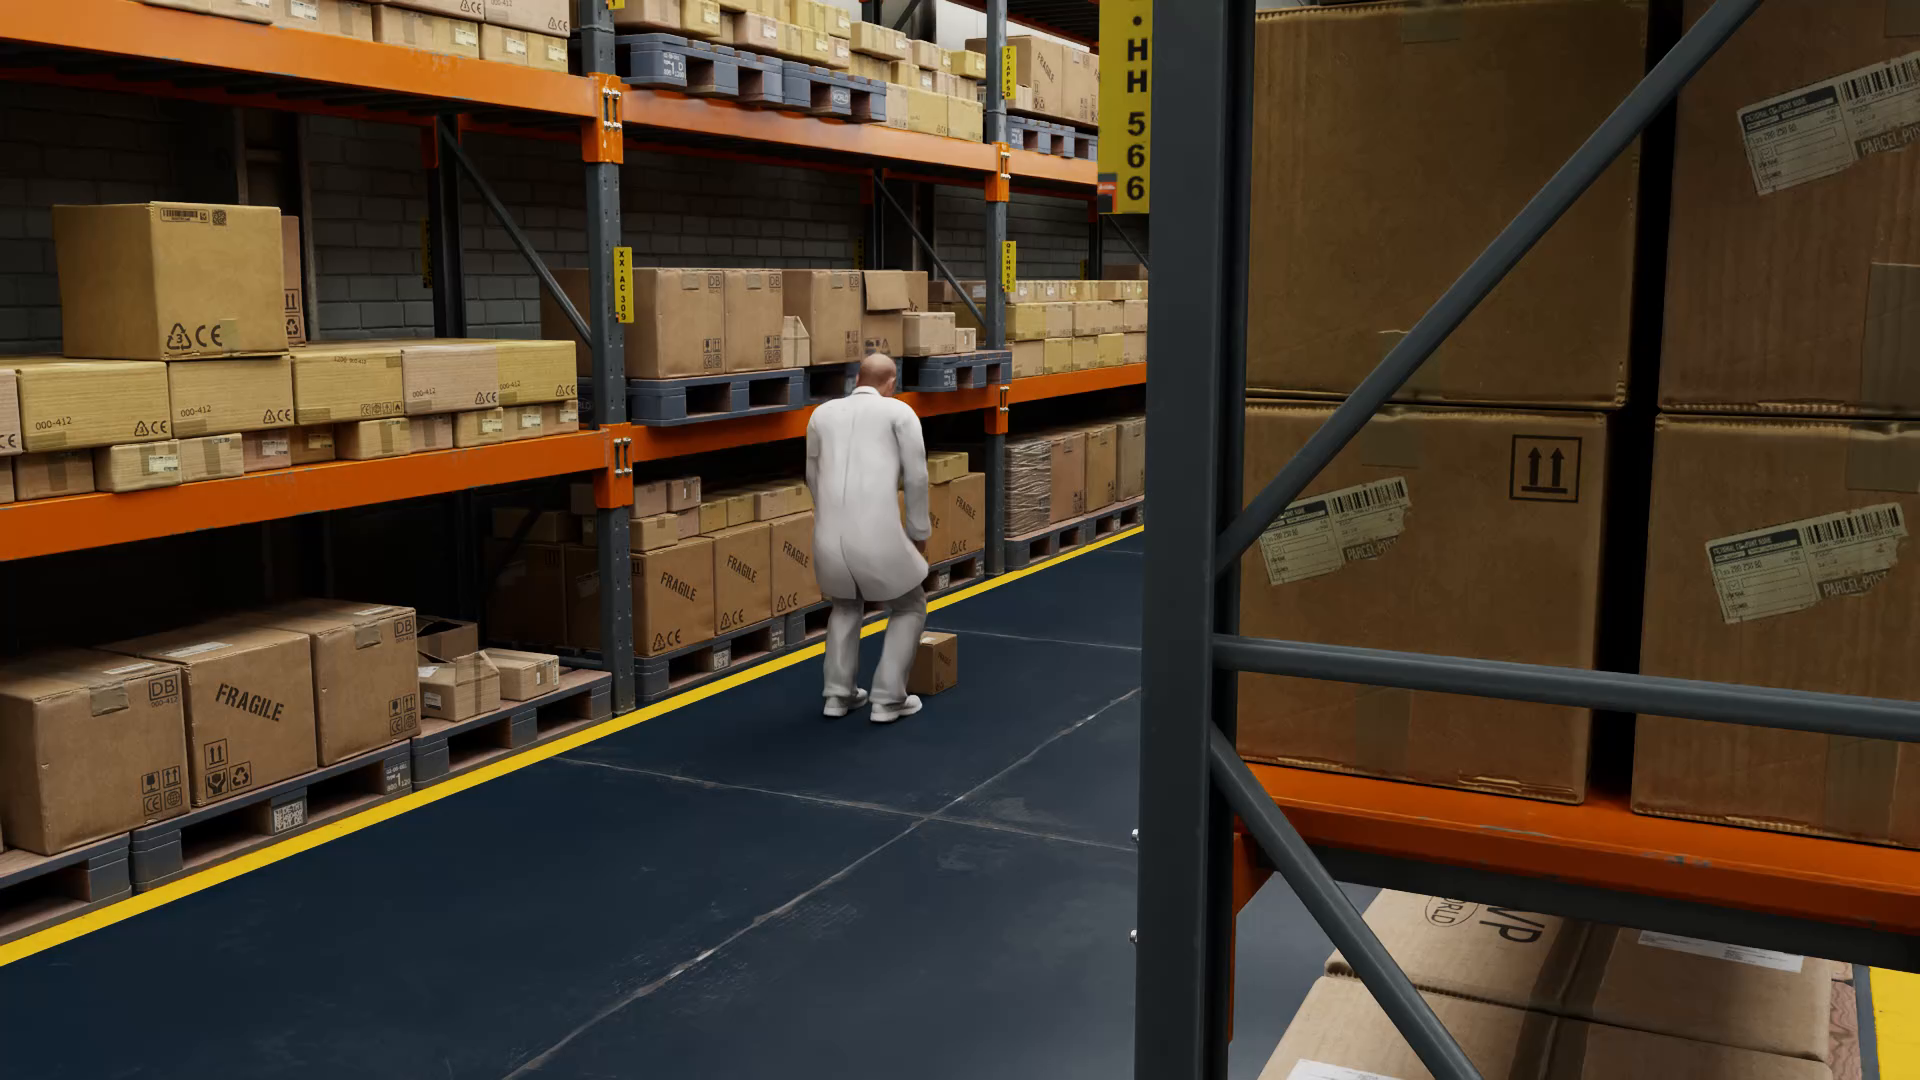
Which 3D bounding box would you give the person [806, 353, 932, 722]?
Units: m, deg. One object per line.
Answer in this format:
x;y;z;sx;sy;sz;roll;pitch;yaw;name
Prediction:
-0.434;-0.016;7.510;0.617;1.634;0.543;4;10;26;person
